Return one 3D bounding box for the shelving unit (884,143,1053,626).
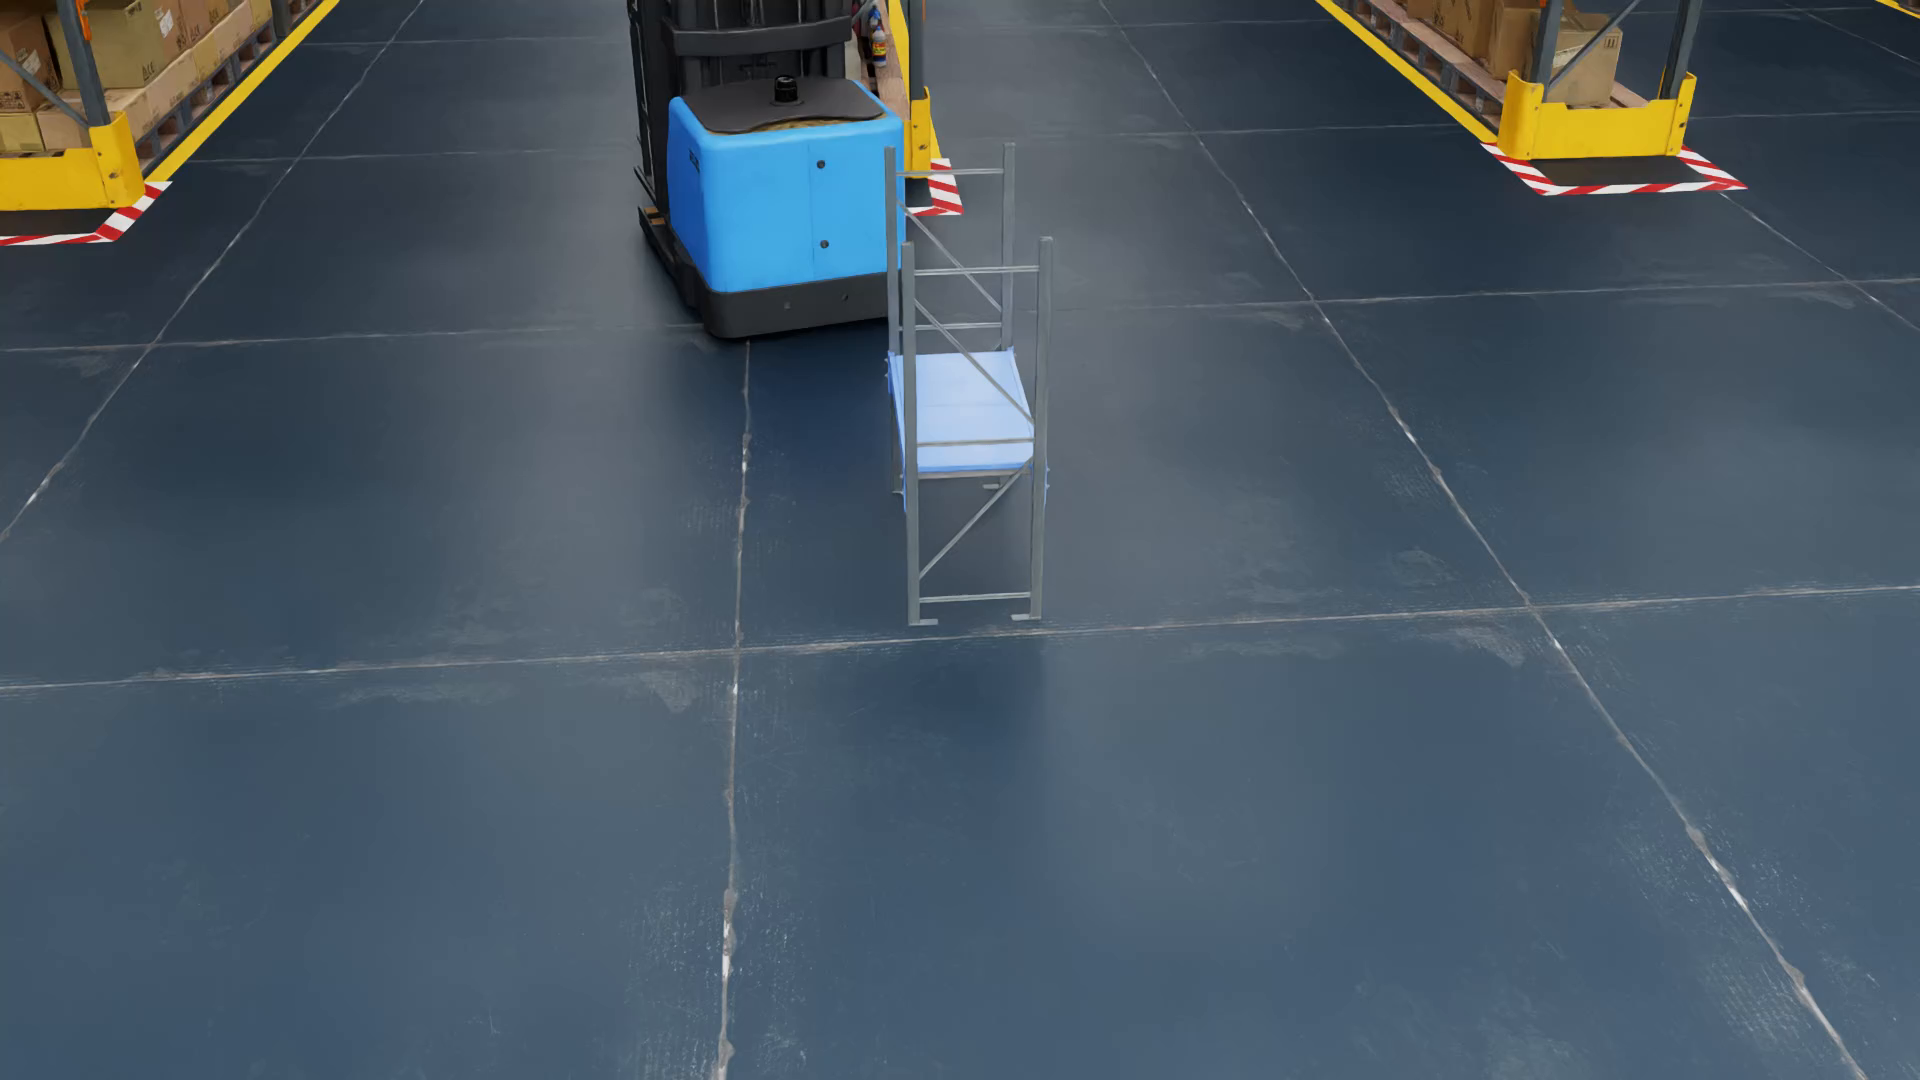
[{"bbox_3d":[0.008,-0.600,6.292,0.538,1.500,1.048,-3,31,-5],"label":"shelving unit"}]

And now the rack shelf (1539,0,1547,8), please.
[{"bbox_3d":[4.018,-4.572,12.181,1.077,0.370,4.000,-3,31,-5],"label":"rack shelf"}]

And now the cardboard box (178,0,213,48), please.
[{"bbox_3d":[-5.625,-3.759,11.659,0.500,0.500,0.500,-3,31,-5],"label":"cardboard box"}]

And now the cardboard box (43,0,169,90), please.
[{"bbox_3d":[-5.536,-3.249,10.804,0.500,0.500,0.500,-3,31,-5],"label":"cardboard box"}]

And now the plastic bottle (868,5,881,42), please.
[{"bbox_3d":[-0.646,-3.910,12.603,0.097,0.271,0.097,0,31,0],"label":"plastic bottle"}]

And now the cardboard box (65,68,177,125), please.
[{"bbox_3d":[-5.538,-2.927,10.996,0.500,0.250,0.500,-3,31,-5],"label":"cardboard box"}]

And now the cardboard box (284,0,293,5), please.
[{"bbox_3d":[-5.823,-4.647,13.877,0.500,0.250,0.500,-3,31,-6],"label":"cardboard box"}]

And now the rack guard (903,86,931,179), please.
[{"bbox_3d":[-0.781,-2.586,10.592,1.175,0.500,0.348,-3,31,-5],"label":"rack guard"}]

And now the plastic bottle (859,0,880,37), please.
[{"bbox_3d":[-0.694,-4.023,12.788,0.152,0.276,0.135,-2,31,-4],"label":"plastic bottle"}]

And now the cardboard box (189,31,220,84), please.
[{"bbox_3d":[-5.626,-3.437,11.852,0.500,0.250,0.500,-3,31,-5],"label":"cardboard box"}]

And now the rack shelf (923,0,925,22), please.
[{"bbox_3d":[-0.914,-4.335,11.784,1.077,0.370,4.000,-3,31,-5],"label":"rack shelf"}]

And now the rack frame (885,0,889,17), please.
[{"bbox_3d":[-1.100,-5.665,13.309,1.000,3.000,0.127,-3,31,-5],"label":"rack frame"}]

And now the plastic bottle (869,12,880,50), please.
[{"bbox_3d":[-0.627,-3.807,12.430,0.097,0.271,0.097,0,31,0],"label":"plastic bottle"}]

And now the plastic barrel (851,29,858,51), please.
[{"bbox_3d":[-0.911,-3.323,11.405,0.421,0.512,0.421,0,31,0],"label":"plastic barrel"}]

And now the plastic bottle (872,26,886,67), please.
[{"bbox_3d":[-0.586,-3.581,12.051,0.097,0.271,0.097,0,31,0],"label":"plastic bottle"}]

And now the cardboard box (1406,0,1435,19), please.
[{"bbox_3d":[3.890,-4.511,13.405,0.500,0.500,0.500,7,32,11],"label":"cardboard box"}]

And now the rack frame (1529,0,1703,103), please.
[{"bbox_3d":[4.205,-3.860,10.287,1.000,3.000,0.127,-3,31,-5],"label":"rack frame"}]

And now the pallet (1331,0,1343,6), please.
[{"bbox_3d":[3.757,-5.102,15.087,1.003,0.211,1.213,-3,31,-5],"label":"pallet"}]

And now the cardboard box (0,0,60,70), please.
[{"bbox_3d":[-6.113,-3.478,11.189,0.500,0.500,0.500,-3,31,-5],"label":"cardboard box"}]

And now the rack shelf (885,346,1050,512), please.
[{"bbox_3d":[0.008,-0.446,6.385,0.538,0.185,1.000,-3,31,-5],"label":"rack shelf"}]

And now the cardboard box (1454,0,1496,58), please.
[{"bbox_3d":[4.033,-3.911,12.400,0.500,0.500,0.500,0,31,0],"label":"cardboard box"}]

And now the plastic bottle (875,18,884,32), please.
[{"bbox_3d":[-0.589,-3.702,12.243,0.061,0.283,0.133,-2,31,-4],"label":"plastic bottle"}]

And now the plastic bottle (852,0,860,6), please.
[{"bbox_3d":[-0.805,-4.092,12.895,0.061,0.283,0.133,-3,31,-5],"label":"plastic bottle"}]

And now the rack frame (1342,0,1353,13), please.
[{"bbox_3d":[3.831,-5.902,13.706,1.000,3.000,0.127,-3,31,-5],"label":"rack frame"}]

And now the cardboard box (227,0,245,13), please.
[{"bbox_3d":[-5.736,-4.269,12.513,0.500,0.500,0.500,-3,31,-5],"label":"cardboard box"}]

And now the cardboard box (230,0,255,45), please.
[{"bbox_3d":[-5.735,-3.947,12.705,0.500,0.250,0.500,-3,31,-5],"label":"cardboard box"}]

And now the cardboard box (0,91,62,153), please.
[{"bbox_3d":[-6.003,-2.647,10.528,0.500,0.250,0.500,-3,31,-5],"label":"cardboard box"}]

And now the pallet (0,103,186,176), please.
[{"bbox_3d":[-5.772,-2.579,10.861,1.003,0.211,1.213,-3,31,-5],"label":"pallet"}]

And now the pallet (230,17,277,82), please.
[{"bbox_3d":[-6.000,-3.824,12.947,1.003,0.211,1.213,-3,31,-5],"label":"pallet"}]

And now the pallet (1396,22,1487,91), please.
[{"bbox_3d":[4.046,-3.740,12.805,1.003,0.211,1.213,-3,31,-5],"label":"pallet"}]

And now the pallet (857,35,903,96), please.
[{"bbox_3d":[-0.962,-3.499,12.401,1.003,0.211,1.213,-3,31,-5],"label":"pallet"}]

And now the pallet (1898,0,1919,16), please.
[{"bbox_3d":[8.772,-4.499,14.076,1.003,0.211,1.213,-3,31,-5],"label":"pallet"}]

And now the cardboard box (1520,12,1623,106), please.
[{"bbox_3d":[4.163,-3.287,11.356,0.500,0.500,0.500,3,31,5],"label":"cardboard box"}]

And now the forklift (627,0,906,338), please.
[{"bbox_3d":[-1.238,-3.008,8.928,1.130,2.935,3.031,-11,32,-17],"label":"forklift"}]

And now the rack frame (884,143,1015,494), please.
[{"bbox_3d":[-0.040,-0.860,6.727,0.500,1.500,0.032,-3,31,-5],"label":"rack frame"}]
